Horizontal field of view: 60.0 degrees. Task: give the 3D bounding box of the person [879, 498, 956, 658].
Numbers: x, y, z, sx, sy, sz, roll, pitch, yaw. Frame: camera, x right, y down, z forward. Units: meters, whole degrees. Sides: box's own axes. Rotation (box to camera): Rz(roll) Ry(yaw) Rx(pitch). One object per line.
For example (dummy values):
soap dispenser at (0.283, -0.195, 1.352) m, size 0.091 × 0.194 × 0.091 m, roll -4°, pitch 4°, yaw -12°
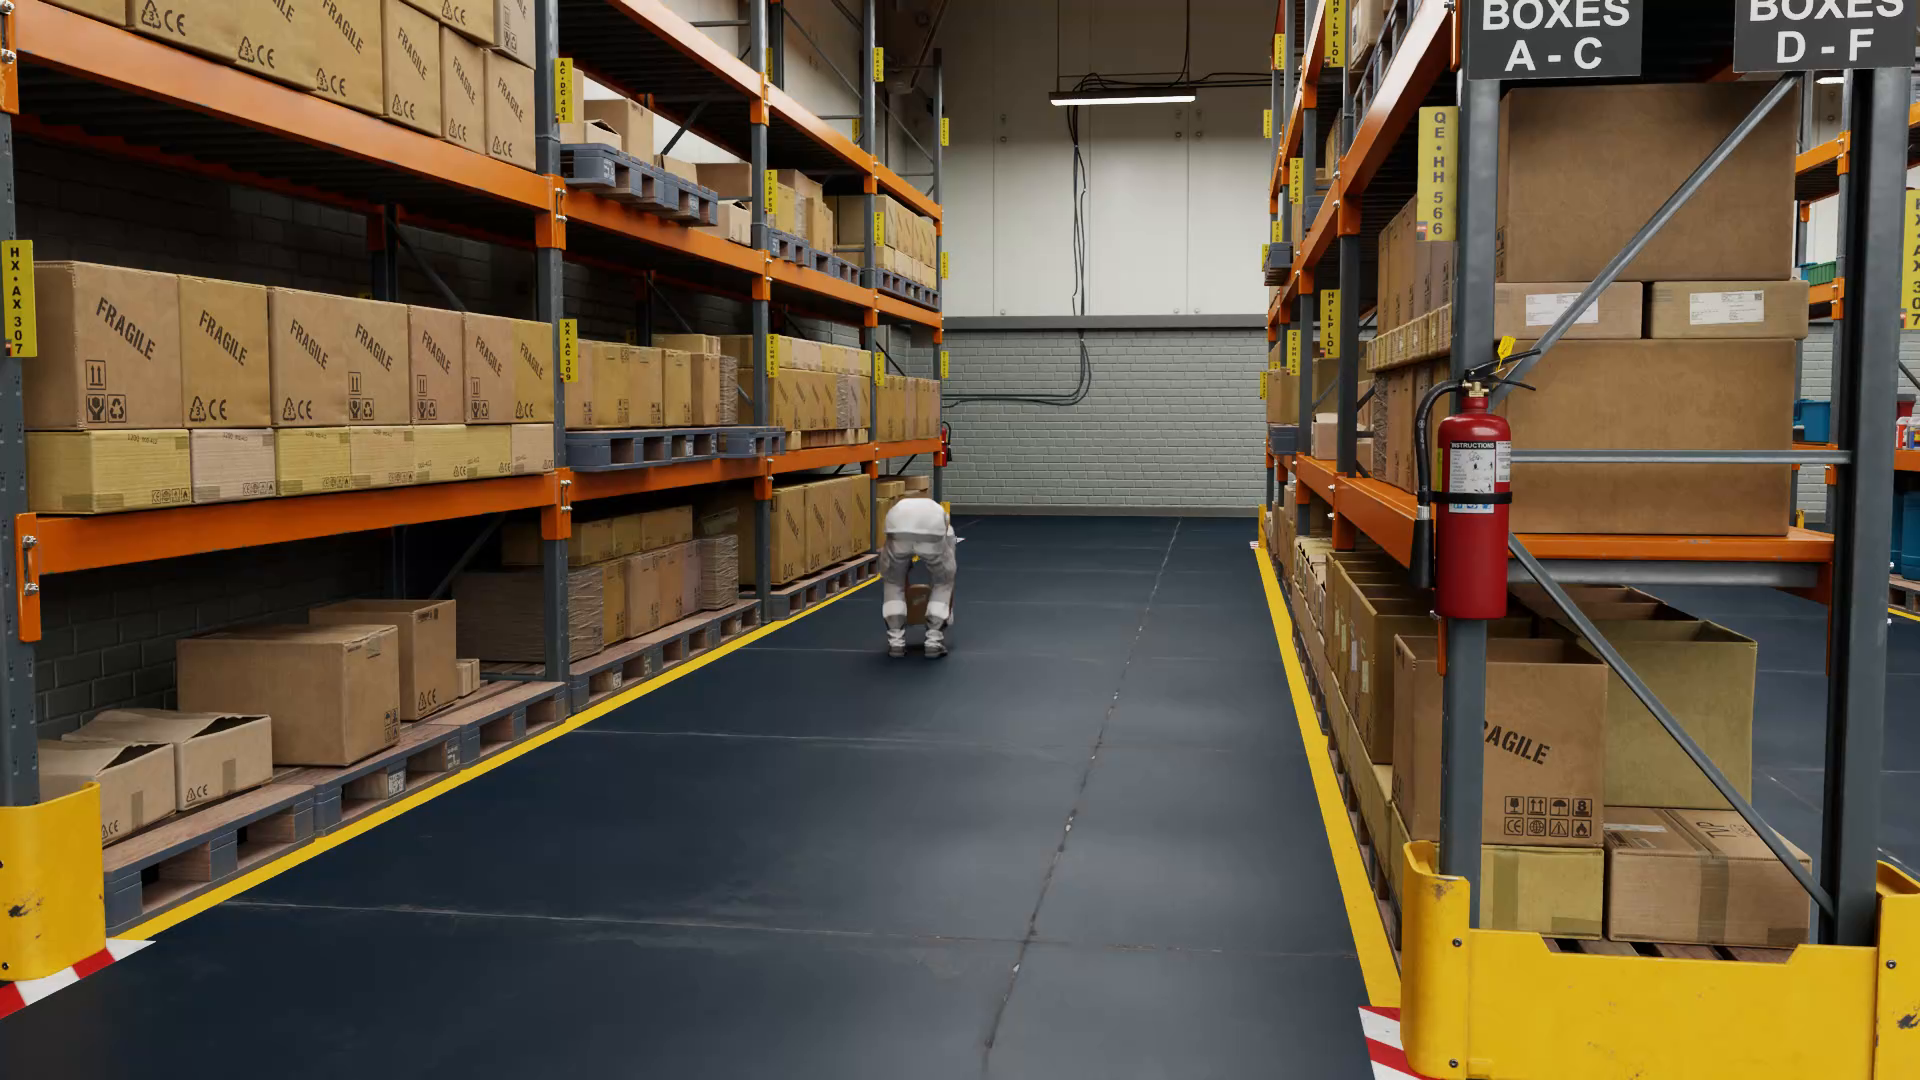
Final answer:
person at (-0.269, 0.230, 11.220) m, size 0.519 × 1.048 × 0.960 m, roll 0°, pitch 4°, yaw 6°
